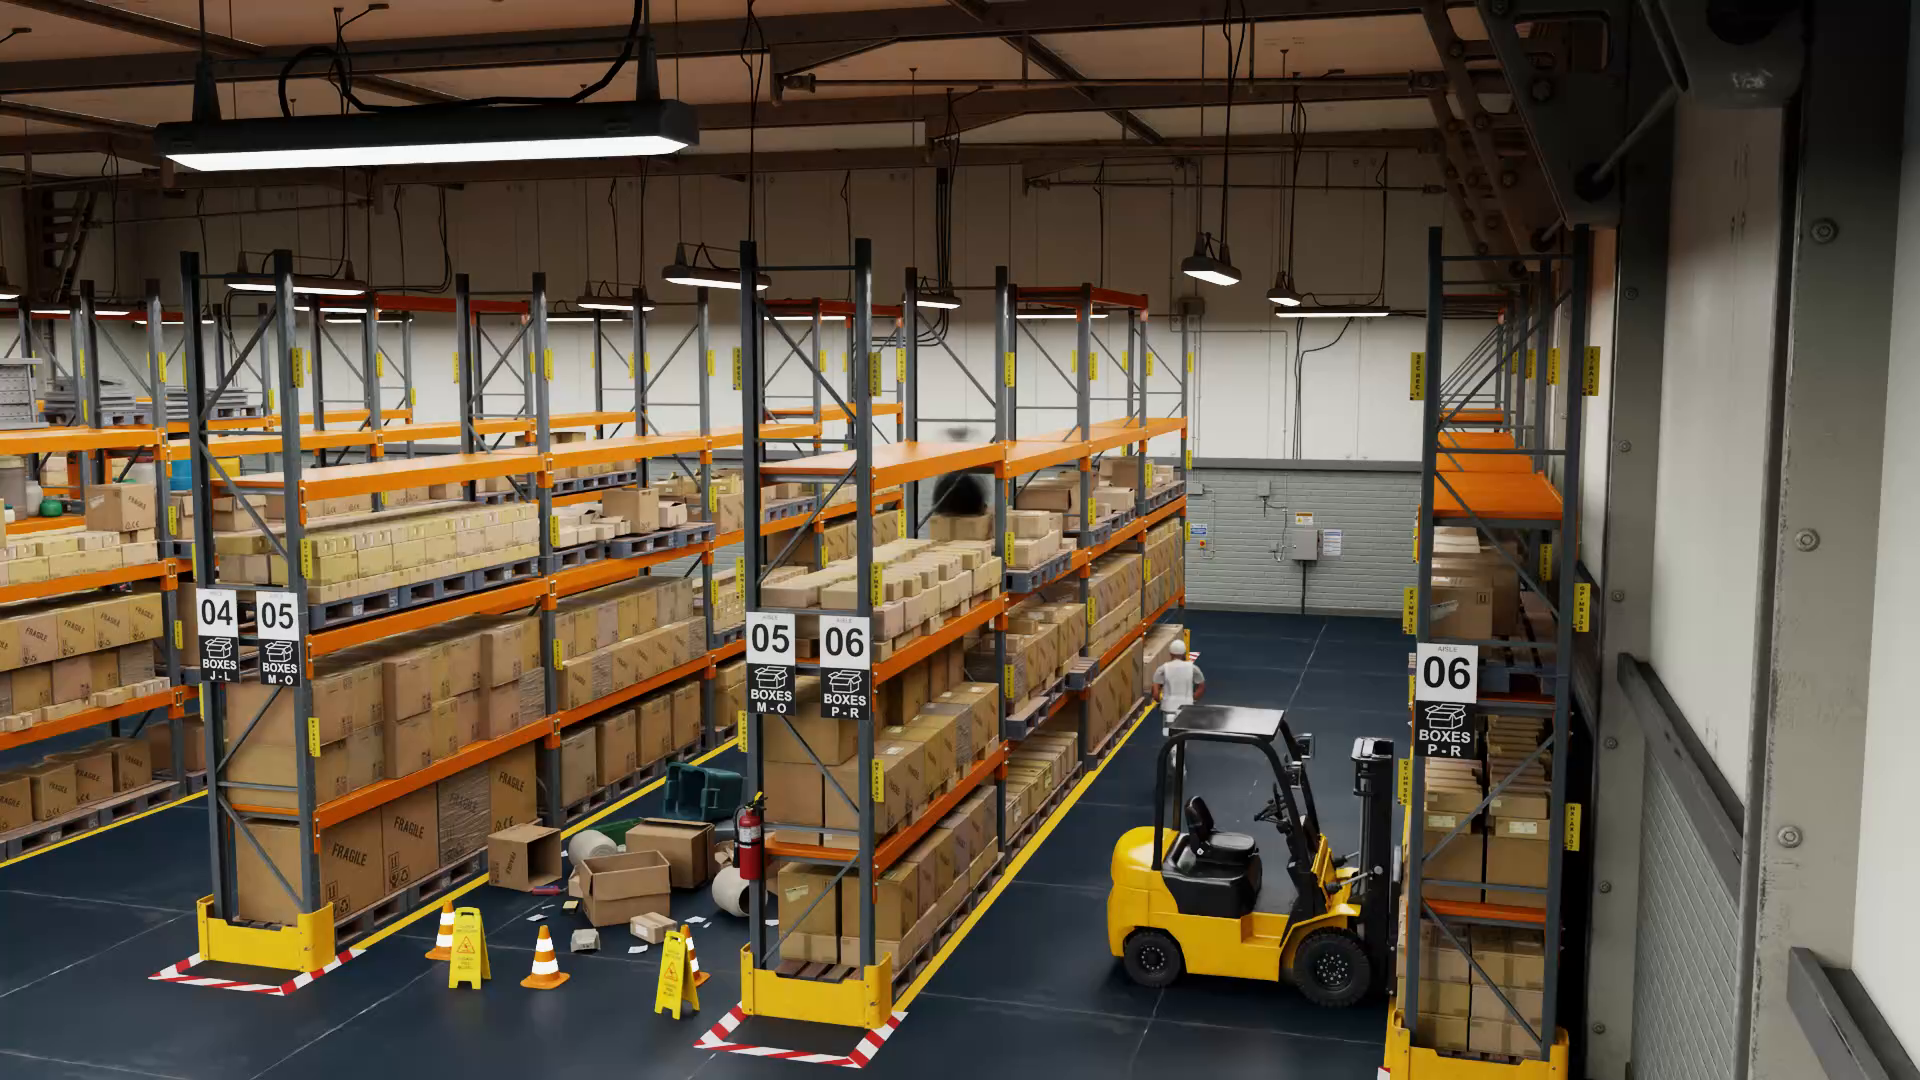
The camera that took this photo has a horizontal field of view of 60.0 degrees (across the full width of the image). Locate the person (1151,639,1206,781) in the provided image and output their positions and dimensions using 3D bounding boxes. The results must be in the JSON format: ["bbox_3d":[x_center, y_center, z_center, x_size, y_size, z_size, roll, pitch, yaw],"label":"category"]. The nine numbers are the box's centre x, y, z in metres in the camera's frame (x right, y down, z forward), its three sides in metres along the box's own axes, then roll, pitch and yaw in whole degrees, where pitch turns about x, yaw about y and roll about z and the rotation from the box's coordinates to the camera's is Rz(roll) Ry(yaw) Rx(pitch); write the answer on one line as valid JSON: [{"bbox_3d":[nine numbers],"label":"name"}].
[{"bbox_3d":[2.623,2.080,19.982,0.644,1.737,0.665,1,6,10],"label":"person"}]
